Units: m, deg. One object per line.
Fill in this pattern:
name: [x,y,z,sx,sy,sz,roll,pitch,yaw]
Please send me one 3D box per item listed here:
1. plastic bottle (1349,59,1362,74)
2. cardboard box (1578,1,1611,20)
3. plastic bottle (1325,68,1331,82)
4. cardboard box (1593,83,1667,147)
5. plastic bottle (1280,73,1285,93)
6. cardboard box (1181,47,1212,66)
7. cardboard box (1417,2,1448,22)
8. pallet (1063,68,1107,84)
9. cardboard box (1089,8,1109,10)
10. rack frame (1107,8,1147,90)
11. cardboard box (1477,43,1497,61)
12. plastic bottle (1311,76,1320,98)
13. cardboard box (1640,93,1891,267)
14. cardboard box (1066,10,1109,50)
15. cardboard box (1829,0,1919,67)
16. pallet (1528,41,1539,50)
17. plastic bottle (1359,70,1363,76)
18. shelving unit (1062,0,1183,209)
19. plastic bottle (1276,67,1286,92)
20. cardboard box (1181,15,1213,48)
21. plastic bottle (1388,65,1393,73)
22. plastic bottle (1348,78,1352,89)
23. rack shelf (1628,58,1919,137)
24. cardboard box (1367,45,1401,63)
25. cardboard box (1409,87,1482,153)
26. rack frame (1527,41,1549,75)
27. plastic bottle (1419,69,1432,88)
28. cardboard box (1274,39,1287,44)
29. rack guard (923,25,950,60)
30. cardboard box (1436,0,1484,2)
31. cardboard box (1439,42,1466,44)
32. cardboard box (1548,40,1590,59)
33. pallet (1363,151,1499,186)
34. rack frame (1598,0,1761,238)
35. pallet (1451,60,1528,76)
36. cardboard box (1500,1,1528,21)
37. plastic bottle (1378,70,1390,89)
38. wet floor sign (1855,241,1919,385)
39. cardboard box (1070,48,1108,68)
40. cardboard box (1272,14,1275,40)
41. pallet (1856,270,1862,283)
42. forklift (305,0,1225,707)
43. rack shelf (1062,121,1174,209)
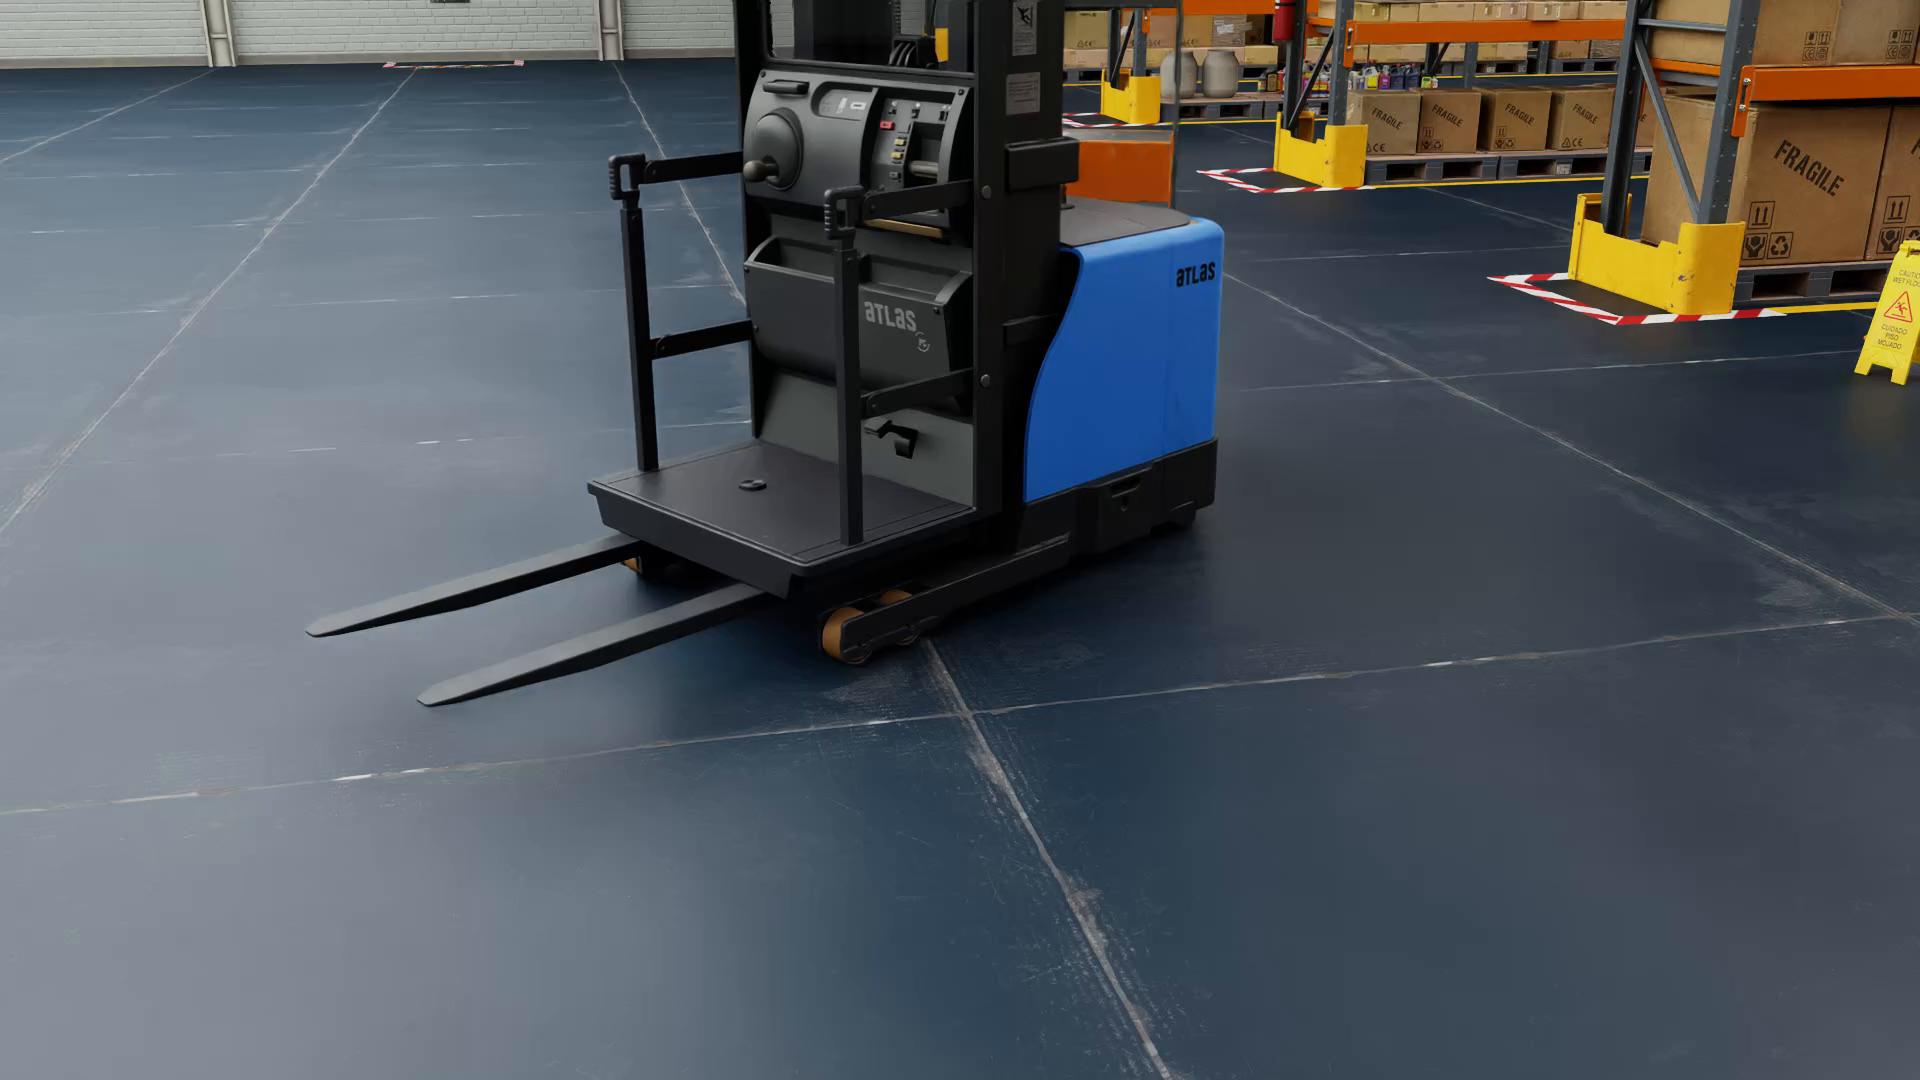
plastic bottle: [4.691,-5.521,19.737,0.185,0.351,0.144,-6,21,-15]
cardboard box: [5.291,-4.493,14.084,0.250,0.149,0.380,-5,21,-12]
plastic bottle: [4.336,-5.405,19.528,0.135,0.276,0.152,-5,21,-12]
cardboard box: [5.941,-3.798,14.844,0.500,0.500,0.500,2,20,5]
plastic bottle: [3.826,-5.380,19.450,0.133,0.283,0.061,-5,21,-12]
cardboard box: [3.246,-6.872,23.600,0.500,0.250,0.500,-5,21,-12]
cardboard box: [3.829,-4.377,13.766,0.250,0.149,0.380,-5,21,-12]
pallet: [1.461,-6.605,23.539,1.213,0.211,1.003,-5,21,-12]
cardboard box: [2.150,-7.324,23.745,0.500,0.500,0.500,-5,21,-12]
rack frame: [1.863,-6.182,18.329,0.127,3.000,1.000,-5,21,-12]
cardboard box: [7.555,-7.214,24.534,0.500,0.250,0.500,-5,21,-13]
plastic bottle: [4.033,-5.173,18.903,0.097,0.271,0.097,0,20,0]
cardboard box: [4.690,-2.131,9.749,0.875,0.875,0.875,-5,21,-12]
cardboard box: [1.786,-7.106,23.150,0.500,0.500,0.500,-5,21,-12]
cardboard box: [4.927,-3.021,9.483,0.550,0.550,0.875,-5,21,-12]
pallet: [10.528,-9.052,30.218,1.213,0.211,1.003,-5,21,-12]
plastic bottle: [4.646,-5.273,19.159,0.133,0.283,0.061,-5,21,-12]
shelving unit: [0.584,-1.363,6.483,0.503,2.100,0.431,2,20,7]
plastic bottle: [3.801,-5.412,19.548,0.135,0.276,0.152,-4,21,-12]
cardboard box: [3.244,-7.228,23.483,0.500,0.500,0.500,-5,21,-12]
plastic bottle: [5.061,-5.480,19.724,0.133,0.283,0.061,-5,21,-12]
plastic bottle: [4.427,-5.172,19.003,0.097,0.201,0.097,0,20,0]
rack shelf: [5.992,-2.676,9.804,4.000,0.370,1.077,-5,21,-12]
cardboard box: [6.070,-7.093,24.205,0.500,0.250,0.500,-5,21,-14]
cardboard box: [4.188,-3.650,14.440,0.500,0.500,0.500,1,20,2]
rack frame: [8.512,-8.473,24.584,0.127,3.000,1.000,-5,21,-12]
plastic bottle: [5.363,-5.281,19.179,0.133,0.283,0.061,-4,20,-10]
cardboard box: [4.948,-7.454,24.374,0.500,0.311,0.500,-5,21,-12]
rack guard: [-0.343,-8.330,27.828,0.348,0.500,1.175,-5,21,-12]
cardboard box: [4.003,-4.824,14.046,0.500,0.500,0.875,-5,21,-12]
cardboard box: [7.063,-7.436,24.326,0.500,0.311,0.500,-5,21,-13]
cardboard box: [9.021,-7.446,24.776,0.500,0.500,0.500,-4,20,-10]
pallet: [3.875,-3.273,14.442,1.213,0.211,1.003,-5,21,-12]
rack frame: [4.046,-2.855,9.248,0.127,3.000,1.000,-5,21,-12]
pallet: [7.702,-7.112,24.922,1.213,0.211,1.003,-5,21,-12]
cardboard box: [4.550,-4.450,13.966,0.250,0.149,0.380,-5,21,-12]
plastic bottle: [4.860,-5.240,19.067,0.133,0.283,0.061,-3,20,-9]
wet floor sign: [4.473,-1.085,7.838,0.232,0.644,0.267,-8,22,-22]
cardboard box: [1.786,-6.755,23.280,0.500,0.250,0.500,-5,21,-12]
cardboard box: [5.186,-8.996,29.005,0.500,0.500,0.700,-4,21,-12]
pallet: [5.991,-1.731,10.233,1.213,0.211,1.003,-5,21,-12]
forklift: [-0.474,-1.213,4.866,1.130,2.935,3.031,19,27,41]
rack shelf: [0.584,-1.350,6.488,0.480,0.518,0.431,2,20,7]
